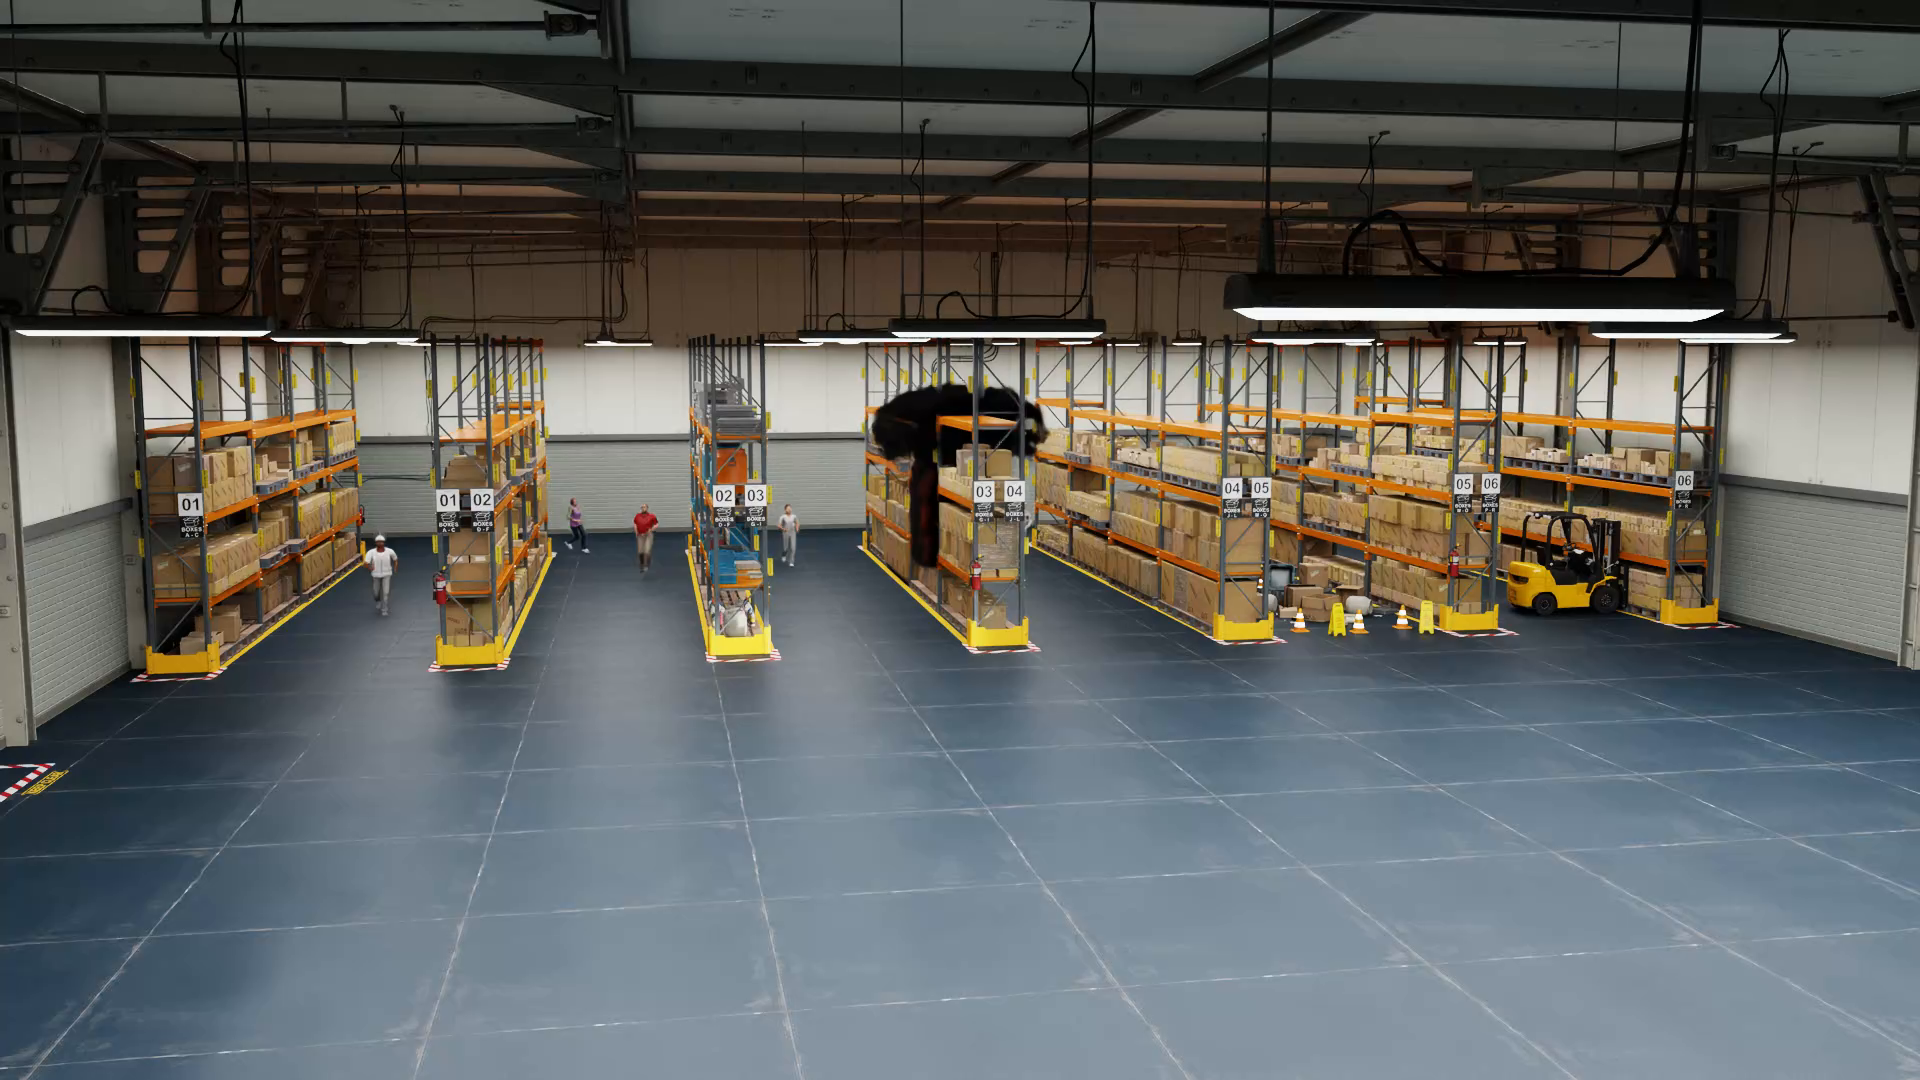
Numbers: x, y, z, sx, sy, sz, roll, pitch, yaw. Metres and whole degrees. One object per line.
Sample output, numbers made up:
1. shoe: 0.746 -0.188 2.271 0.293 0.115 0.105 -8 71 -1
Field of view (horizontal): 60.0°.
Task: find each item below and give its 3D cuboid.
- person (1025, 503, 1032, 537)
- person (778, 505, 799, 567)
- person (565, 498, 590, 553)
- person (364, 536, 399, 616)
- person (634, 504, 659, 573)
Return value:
1. person: 1.651 -0.227 45.138 0.607 1.619 0.686 -2 7 -17
2. person: -4.520 -0.126 44.002 0.574 1.628 0.758 -2 7 -19
3. person: -10.873 -0.408 46.867 0.784 1.570 0.580 3 7 27
4. person: -12.454 0.765 35.837 0.714 1.731 0.791 -2 7 -19
5. person: -7.717 -0.024 40.781 0.645 1.740 0.586 0 7 0
